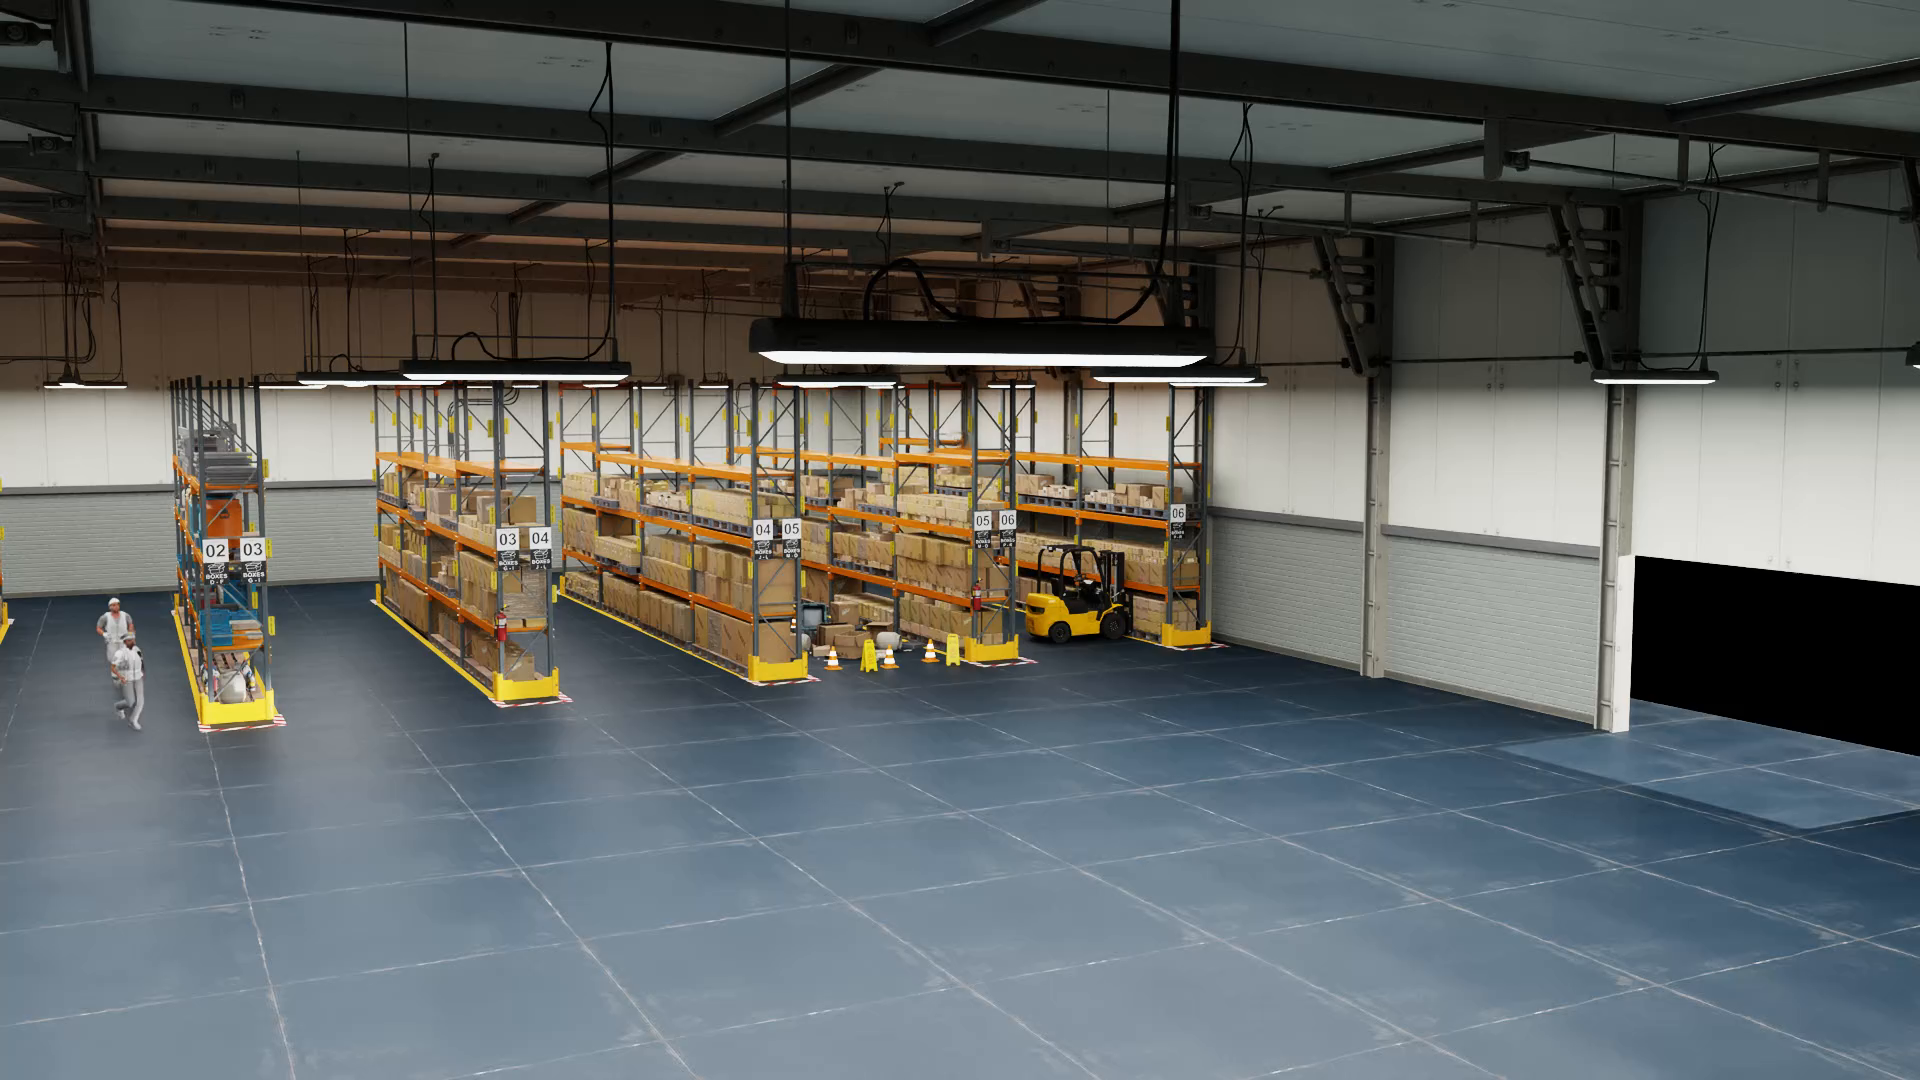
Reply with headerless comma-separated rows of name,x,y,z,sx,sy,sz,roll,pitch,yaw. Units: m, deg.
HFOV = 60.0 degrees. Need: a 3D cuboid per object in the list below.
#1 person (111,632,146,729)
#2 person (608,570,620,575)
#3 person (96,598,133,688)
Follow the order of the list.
person,-14.208,2.387,28.443,0.591,1.674,0.585,4,6,35
person,-10.221,0.531,48.779,0.567,1.707,0.728,2,6,23
person,-16.264,1.993,32.061,0.659,1.744,0.578,-4,6,-35
